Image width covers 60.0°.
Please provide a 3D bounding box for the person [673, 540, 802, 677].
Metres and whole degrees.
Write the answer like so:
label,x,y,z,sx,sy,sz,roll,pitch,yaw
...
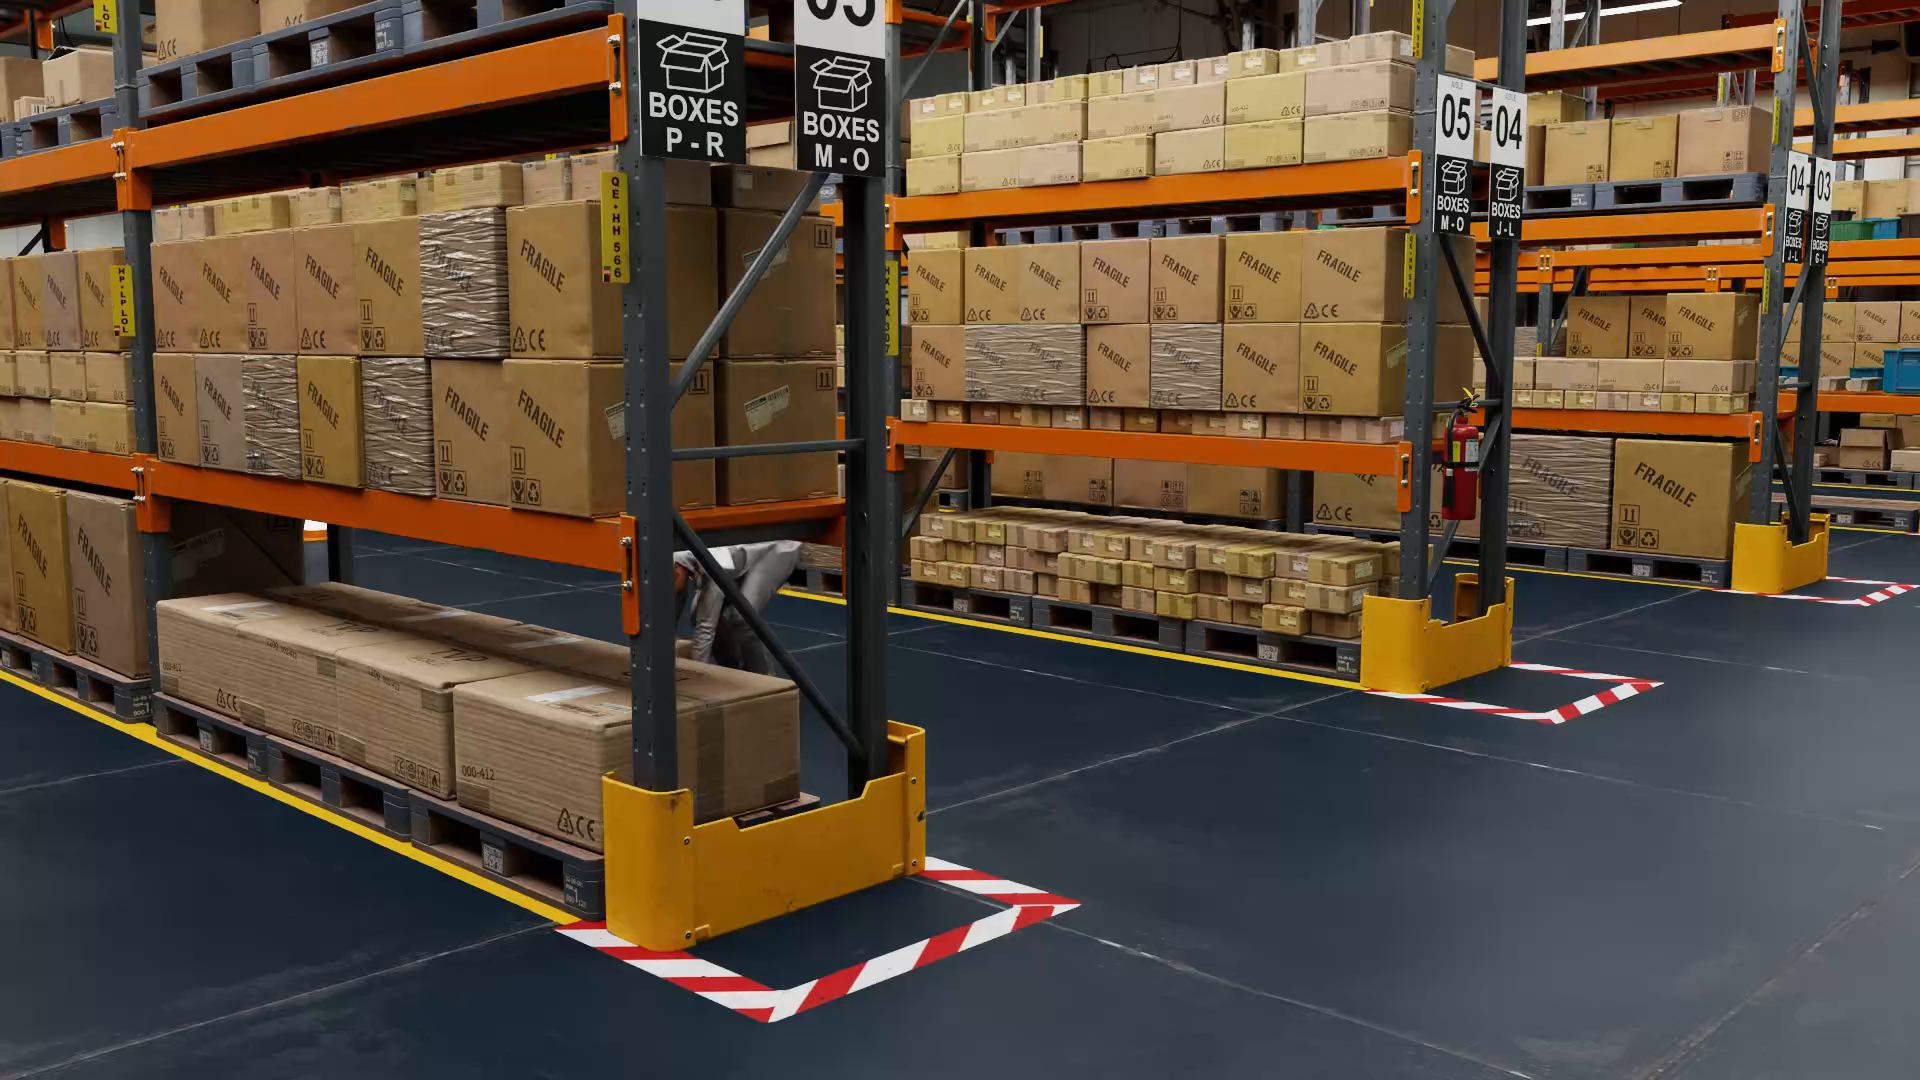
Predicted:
label,x,y,z,sx,sy,sz,roll,pitch,yaw
person,-1.262,0.334,8.537,0.489,1.014,0.998,6,9,41
